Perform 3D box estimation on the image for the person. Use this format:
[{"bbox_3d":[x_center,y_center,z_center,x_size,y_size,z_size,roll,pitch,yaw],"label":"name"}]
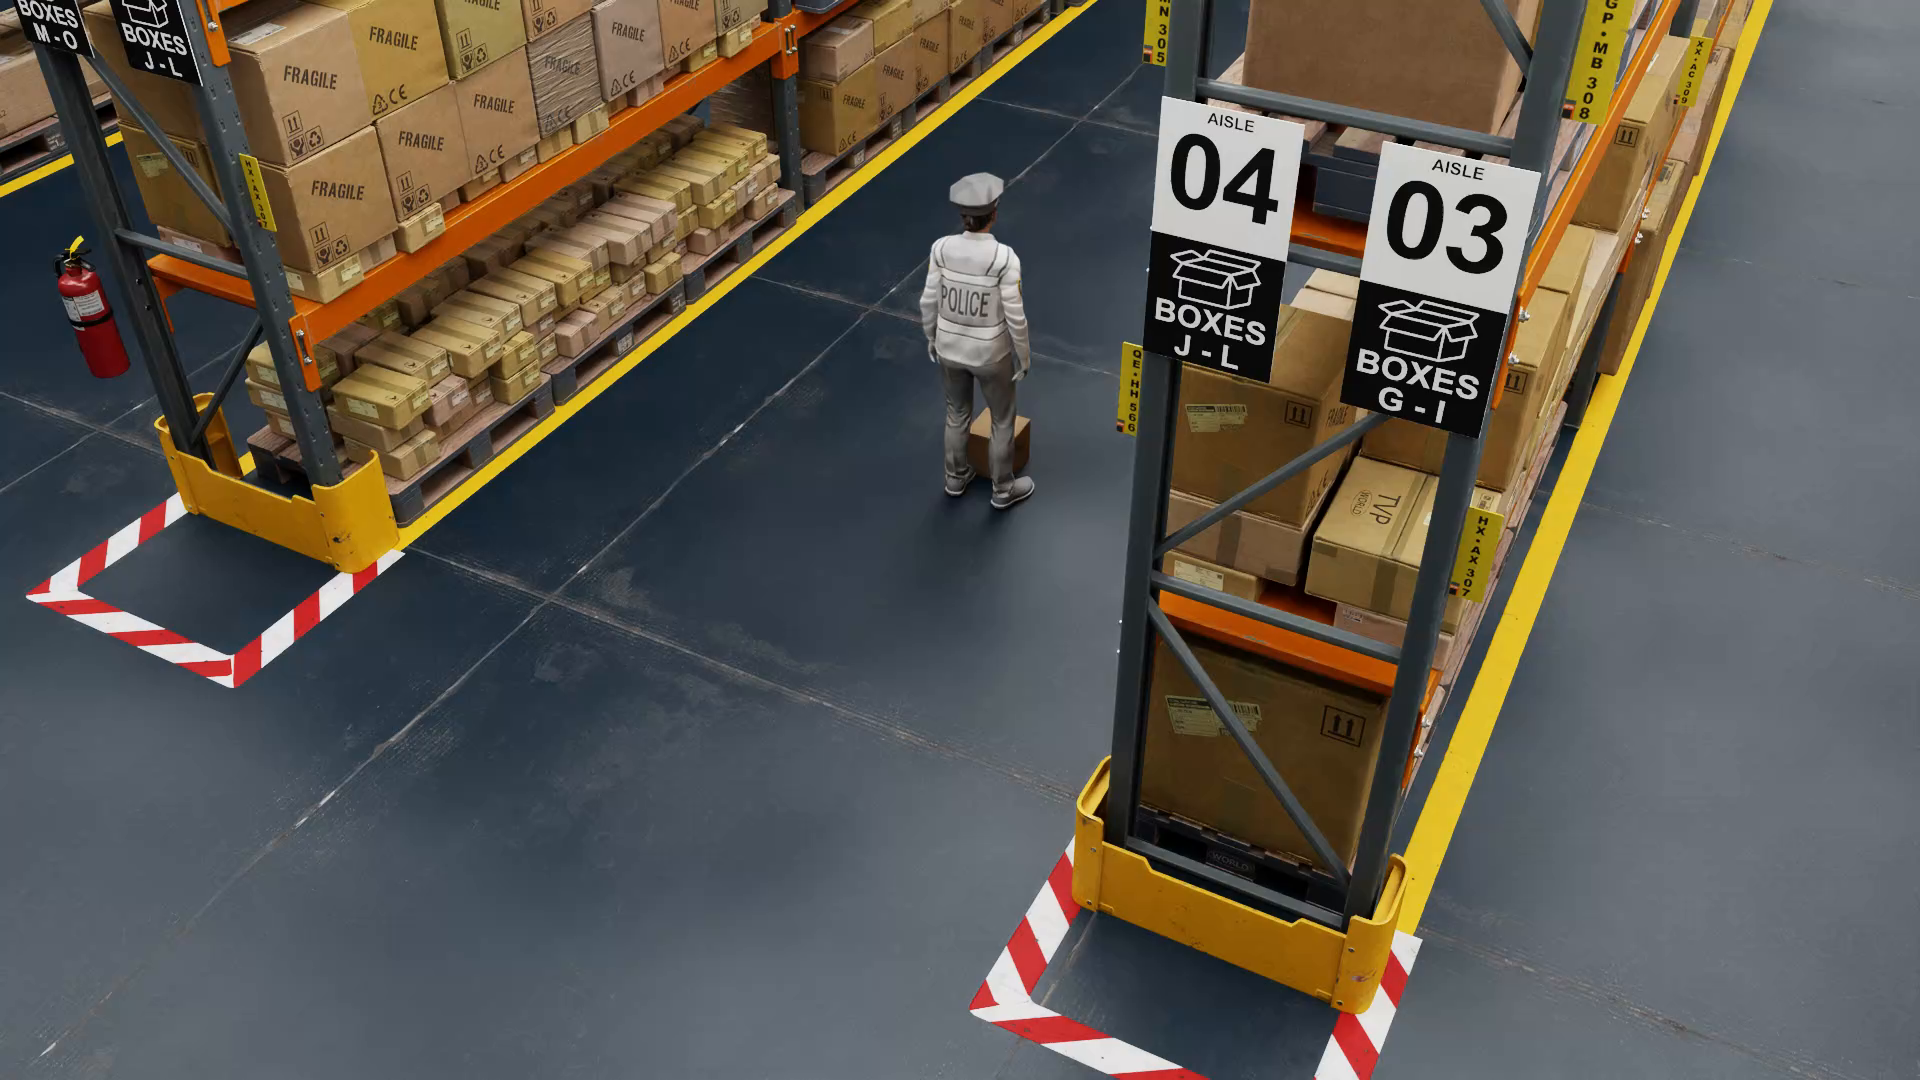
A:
[{"bbox_3d":[0.081,-0.906,7.896,0.546,1.664,0.376,15,41,19],"label":"person"}]
